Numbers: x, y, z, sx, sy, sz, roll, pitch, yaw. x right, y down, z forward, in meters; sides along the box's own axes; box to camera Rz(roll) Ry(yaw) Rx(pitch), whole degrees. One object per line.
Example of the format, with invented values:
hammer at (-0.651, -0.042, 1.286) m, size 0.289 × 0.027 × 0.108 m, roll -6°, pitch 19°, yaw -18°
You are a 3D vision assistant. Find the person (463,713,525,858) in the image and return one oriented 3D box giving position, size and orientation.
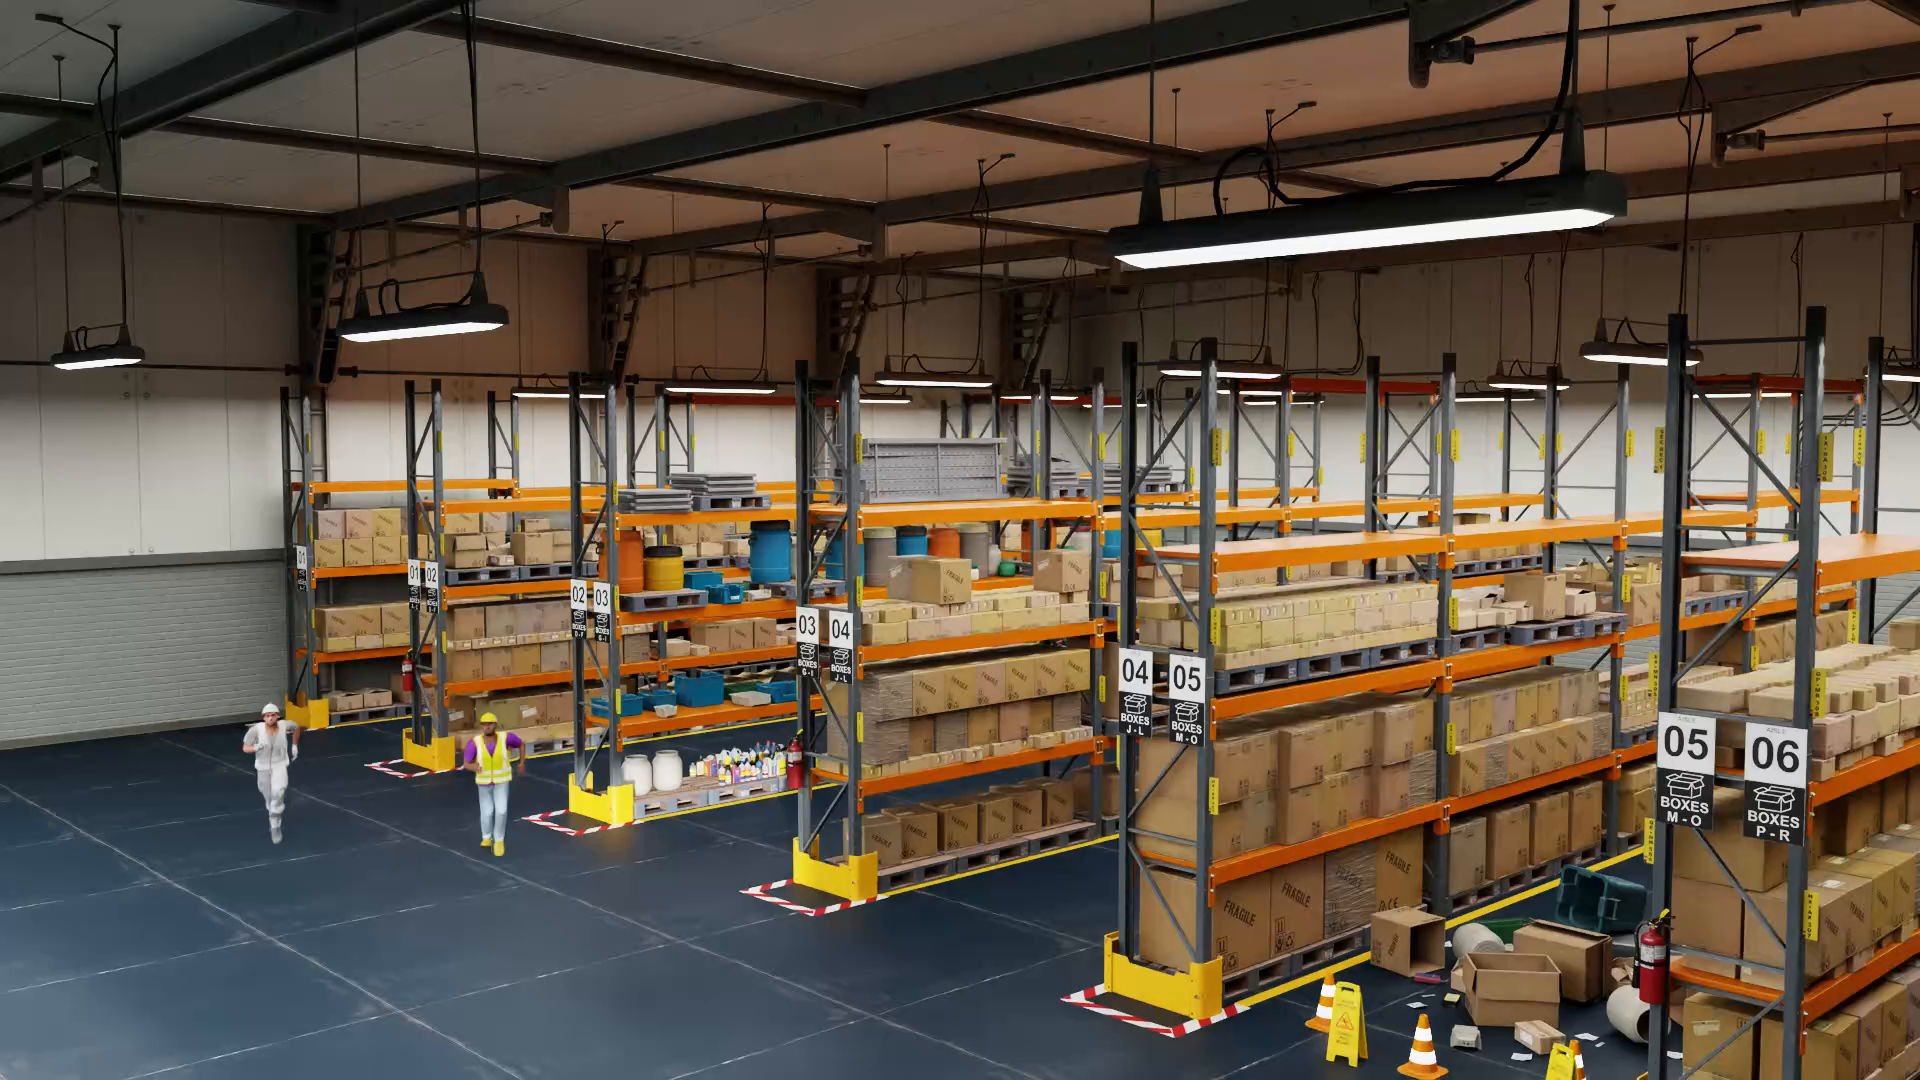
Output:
person at (-5.699, 2.982, 20.357) m, size 0.715 × 1.769 × 0.866 m, roll -1°, pitch 4°, yaw -10°

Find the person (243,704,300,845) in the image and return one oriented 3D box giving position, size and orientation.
person at (-8.766, 2.933, 21.200) m, size 0.644 × 1.775 × 0.959 m, roll -1°, pitch 4°, yaw -16°
